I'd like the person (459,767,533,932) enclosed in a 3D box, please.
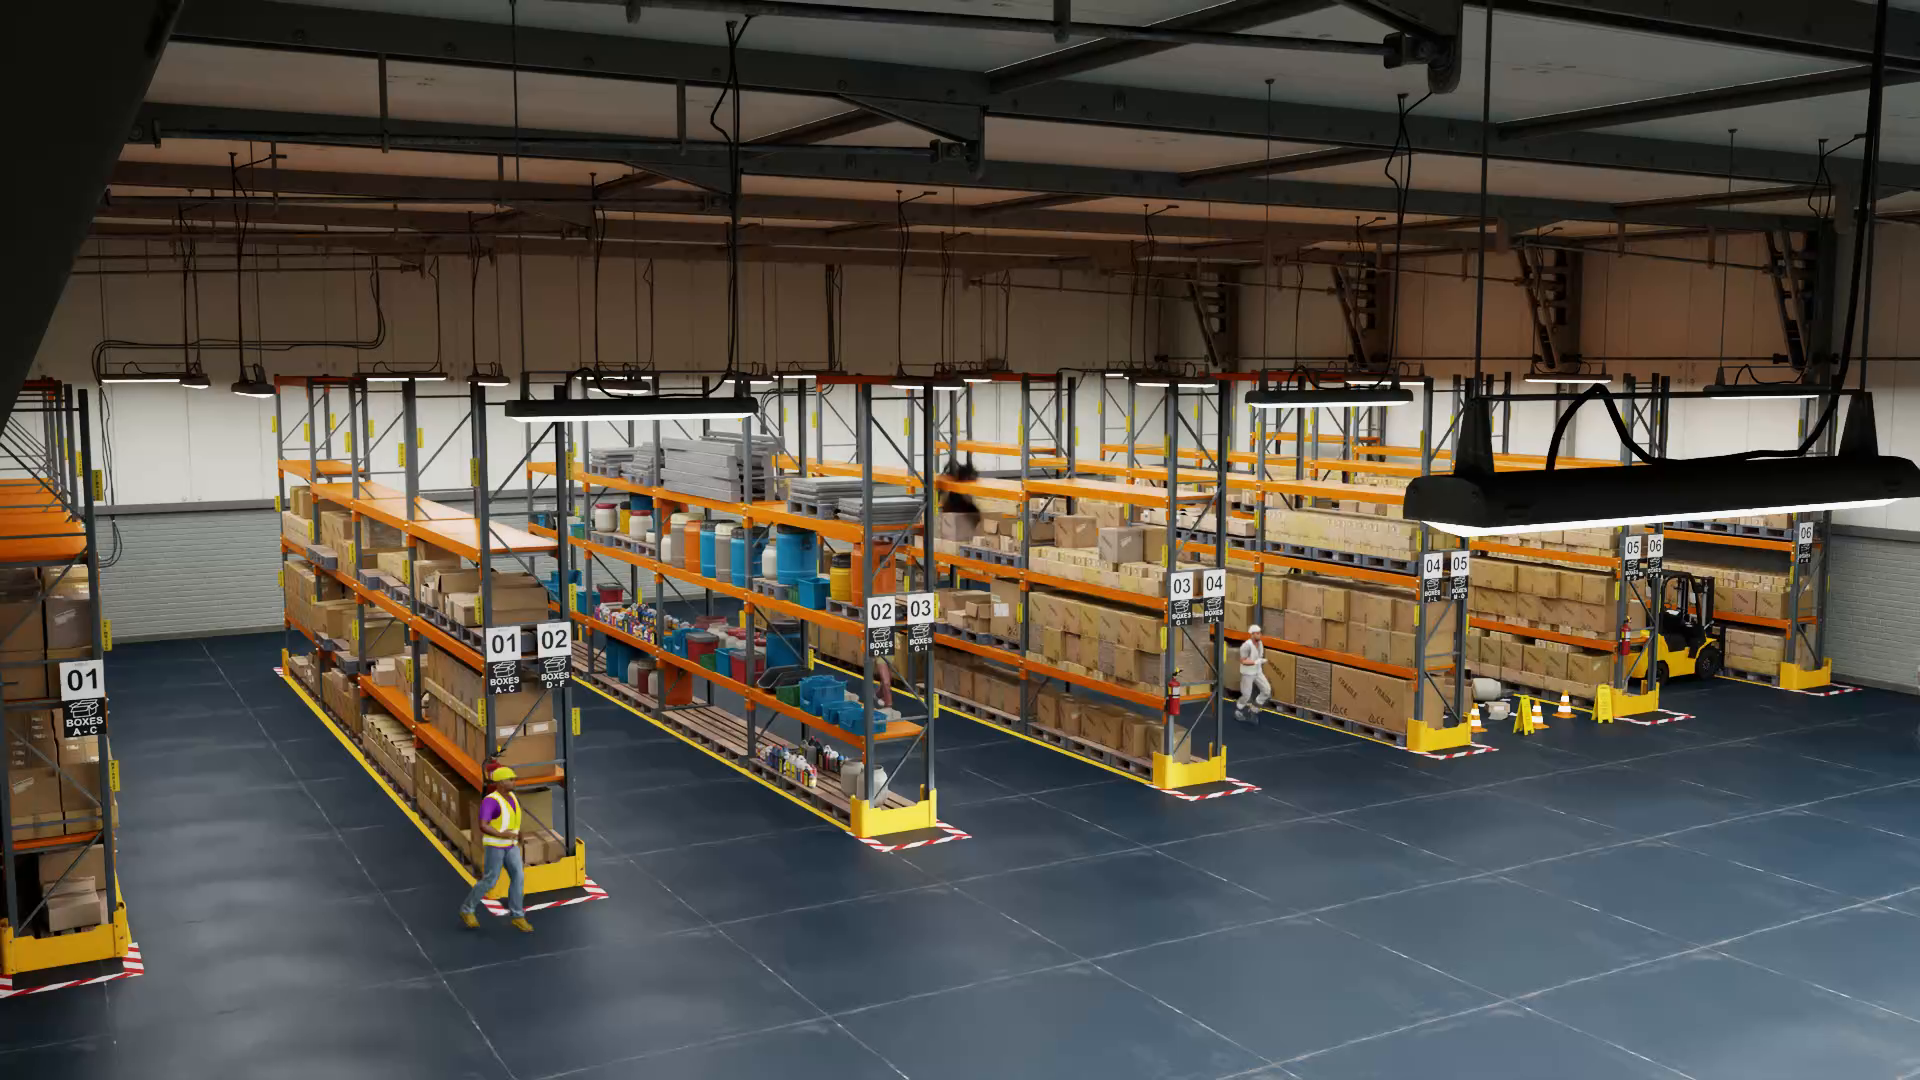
[{"bbox_3d":[-5.089,3.425,18.553,0.855,1.768,0.766,2,7,18],"label":"person"}]

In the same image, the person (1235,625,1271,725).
[{"bbox_3d":[5.039,2.312,28.606,0.696,1.745,0.810,-5,8,-37],"label":"person"}]

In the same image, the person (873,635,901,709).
[{"bbox_3d":[-1.330,2.225,29.731,0.568,1.677,0.942,-4,7,-32],"label":"person"}]
